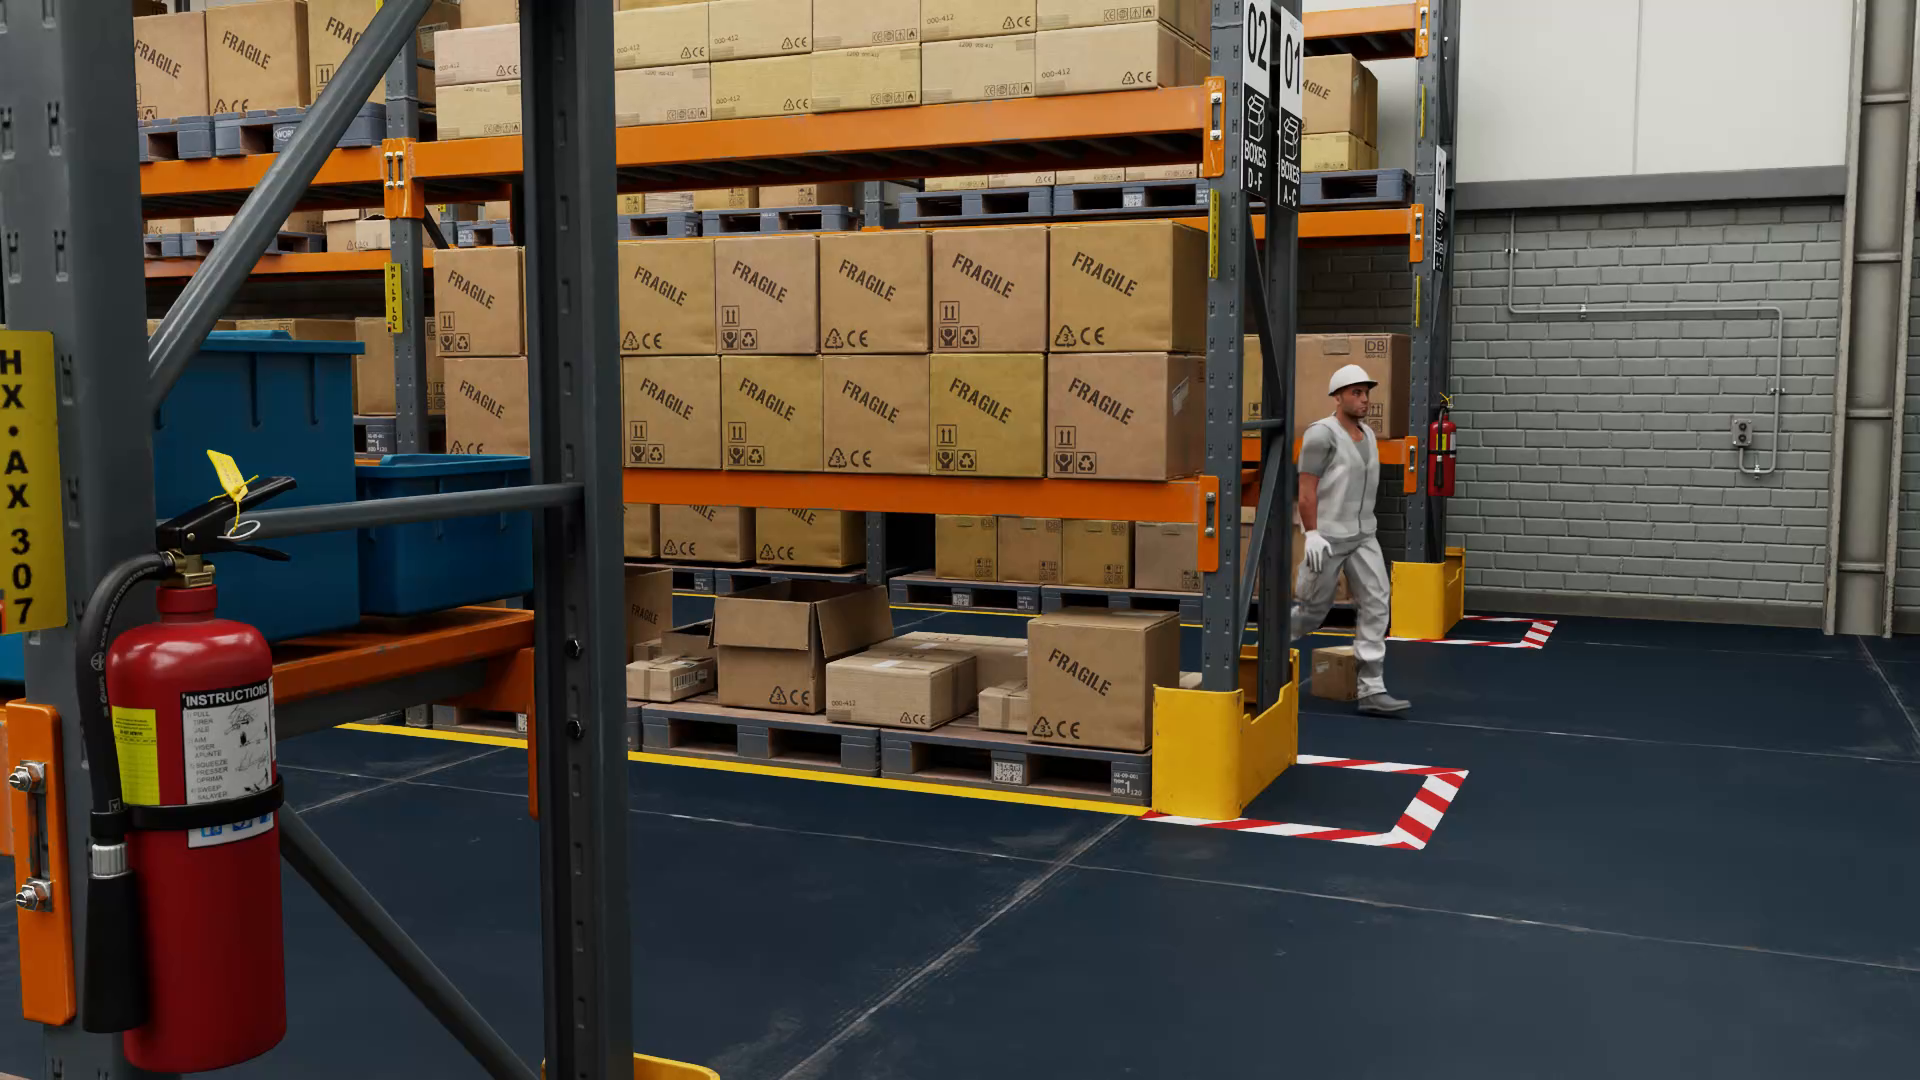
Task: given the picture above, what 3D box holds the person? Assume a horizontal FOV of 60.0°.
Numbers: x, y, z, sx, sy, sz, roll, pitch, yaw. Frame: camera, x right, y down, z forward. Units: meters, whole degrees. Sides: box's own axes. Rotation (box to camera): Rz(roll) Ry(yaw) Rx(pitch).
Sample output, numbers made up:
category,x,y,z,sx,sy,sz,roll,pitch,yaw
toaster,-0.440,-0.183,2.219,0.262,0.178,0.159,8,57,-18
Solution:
category,x,y,z,sx,sy,sz,roll,pitch,yaw
person,1.902,-0.017,8.543,0.568,1.759,0.980,-4,7,-33
